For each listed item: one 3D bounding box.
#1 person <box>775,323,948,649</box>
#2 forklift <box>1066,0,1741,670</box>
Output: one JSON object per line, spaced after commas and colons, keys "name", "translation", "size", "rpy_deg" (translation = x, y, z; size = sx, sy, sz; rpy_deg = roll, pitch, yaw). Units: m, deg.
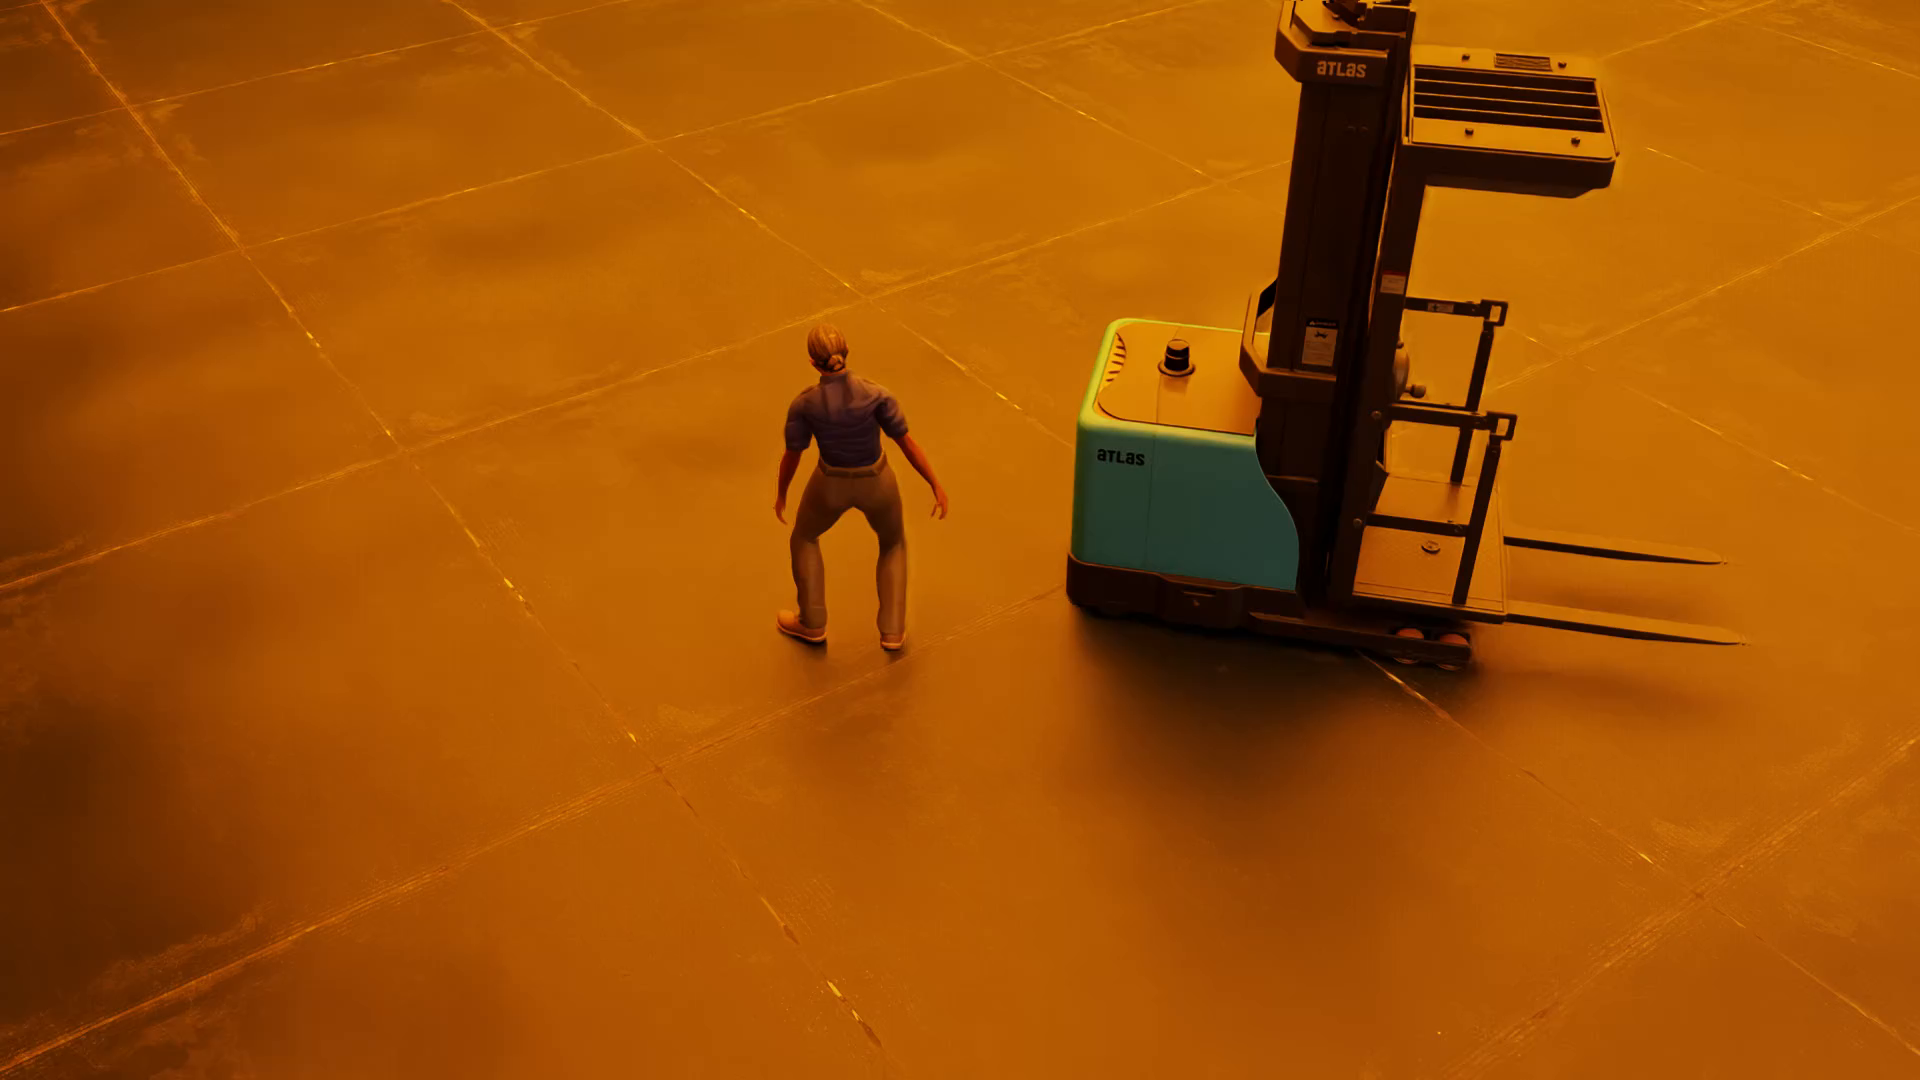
{"name": "person", "translation": [-0.462, -0.204, 7.369], "size": [0.817, 1.588, 0.466], "rpy_deg": [1, 36, 1]}
{"name": "forklift", "translation": [2.079, -0.932, 7.205], "size": [3.031, 2.935, 1.130], "rpy_deg": [8, 37, 10]}
